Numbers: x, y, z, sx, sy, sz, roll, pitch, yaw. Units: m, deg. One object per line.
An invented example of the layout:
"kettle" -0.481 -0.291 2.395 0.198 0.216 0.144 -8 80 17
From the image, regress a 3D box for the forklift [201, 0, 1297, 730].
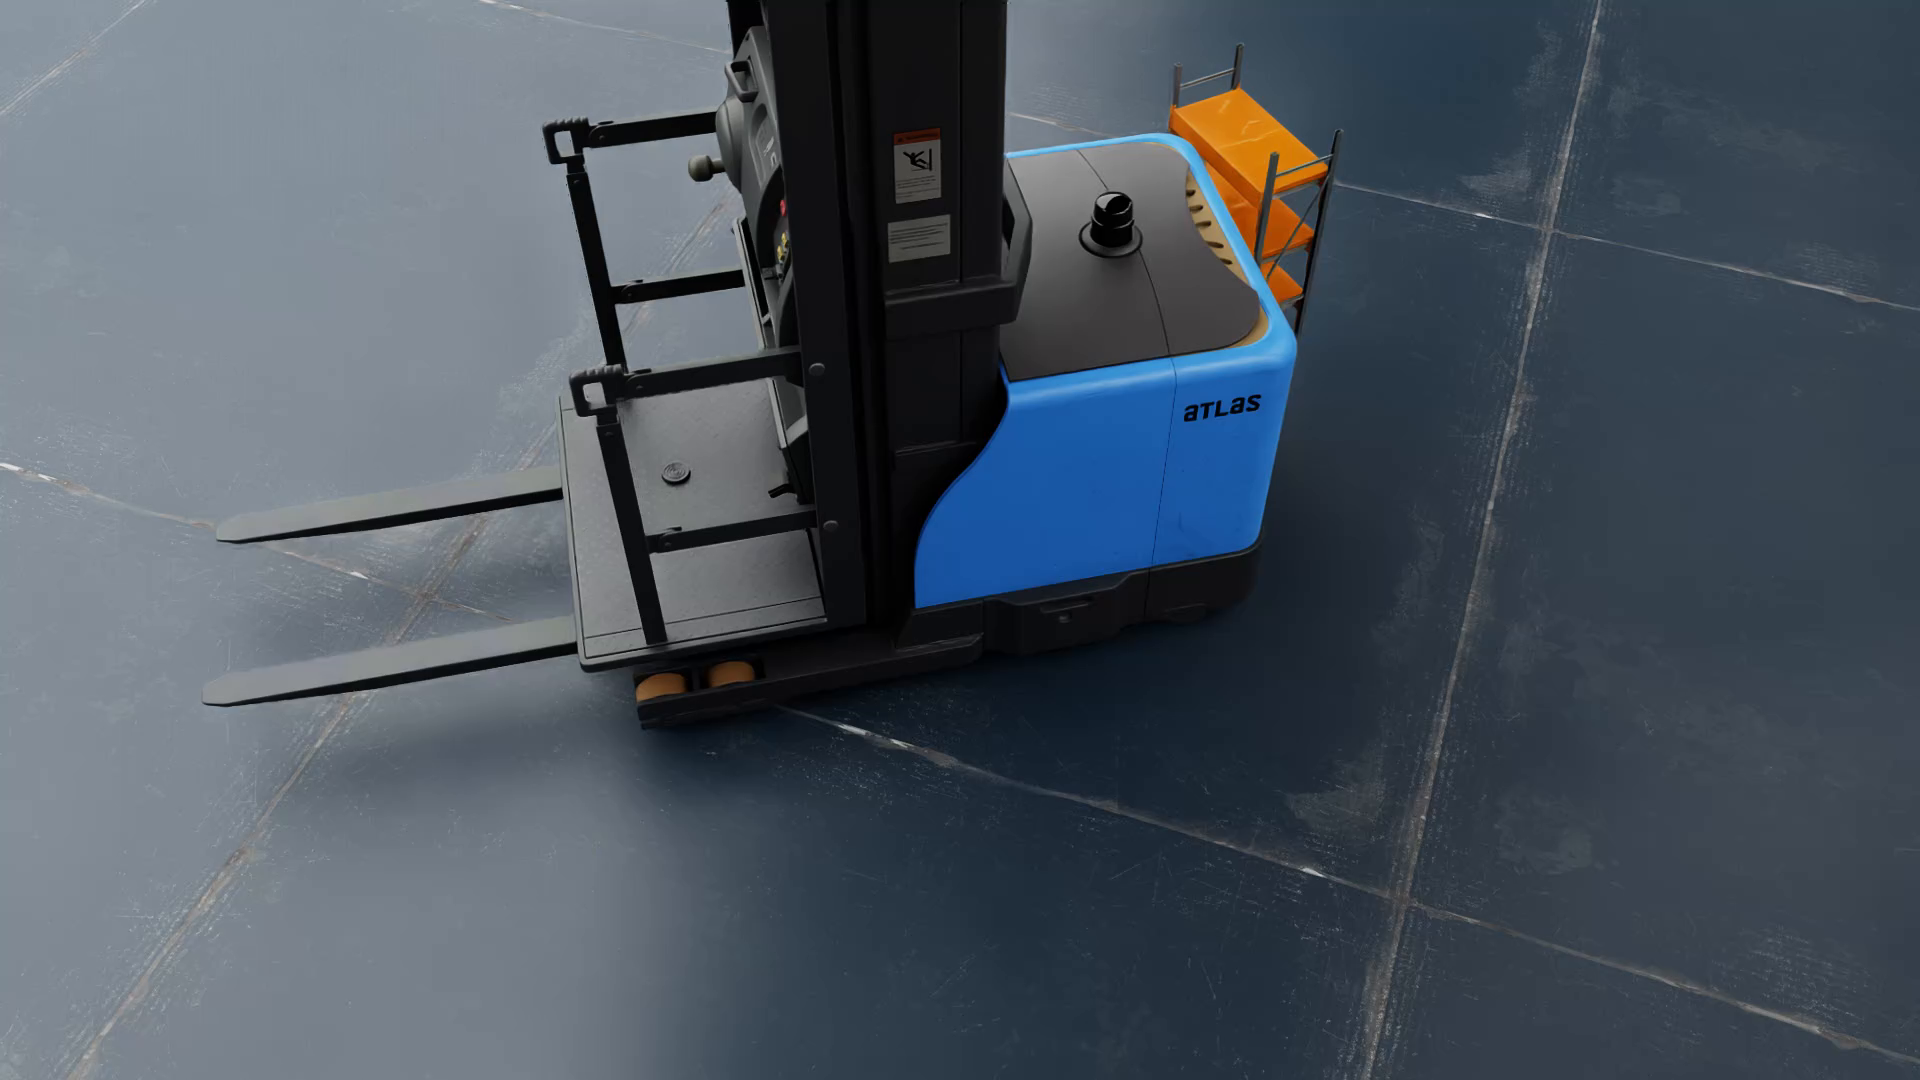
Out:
"forklift" -0.680 -0.864 4.059 3.031 2.935 1.130 -10 50 -8

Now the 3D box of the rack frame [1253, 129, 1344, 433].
"rack frame" 0.966 -0.713 5.074 0.240 1.200 0.015 -22 53 -18

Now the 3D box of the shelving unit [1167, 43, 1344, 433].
"shelving unit" 0.851 -0.876 5.215 0.258 1.200 0.503 -22 53 -18

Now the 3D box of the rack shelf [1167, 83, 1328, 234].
"rack shelf" 0.851 -1.133 4.918 0.258 0.148 0.480 -22 53 -18

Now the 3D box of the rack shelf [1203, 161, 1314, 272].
"rack shelf" 0.851 -0.978 5.097 0.258 0.148 0.480 -22 53 -18

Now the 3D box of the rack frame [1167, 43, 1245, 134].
"rack frame" 0.737 -1.039 5.356 0.240 1.200 0.015 -22 53 -18

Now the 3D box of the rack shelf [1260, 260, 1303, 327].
"rack shelf" 0.851 -0.832 5.266 0.258 0.148 0.480 -22 53 -18
